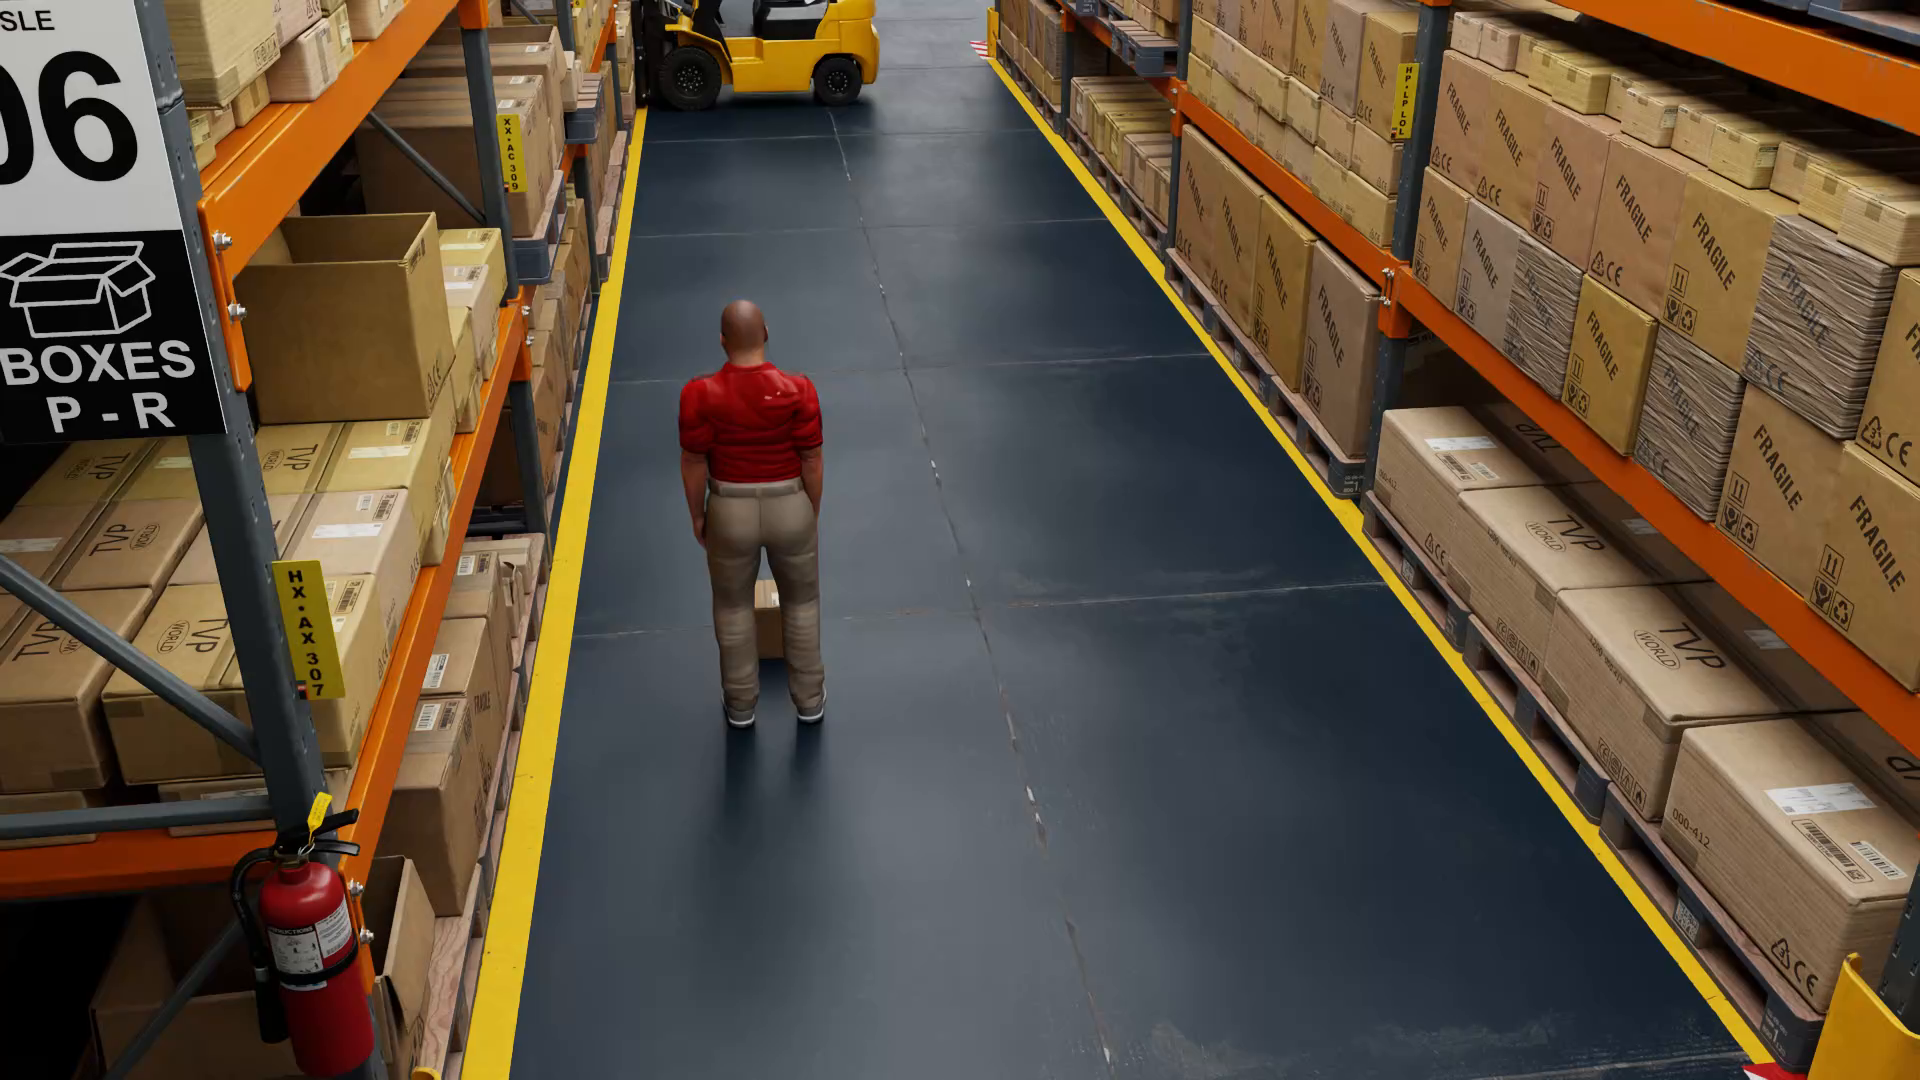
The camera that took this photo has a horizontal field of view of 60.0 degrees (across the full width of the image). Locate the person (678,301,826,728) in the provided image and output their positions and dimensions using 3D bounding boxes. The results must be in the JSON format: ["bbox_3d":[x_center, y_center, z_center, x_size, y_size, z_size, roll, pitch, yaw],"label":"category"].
[{"bbox_3d":[-0.777,-0.093,6.331,0.528,1.722,0.360,-3,27,-6],"label":"person"}]
